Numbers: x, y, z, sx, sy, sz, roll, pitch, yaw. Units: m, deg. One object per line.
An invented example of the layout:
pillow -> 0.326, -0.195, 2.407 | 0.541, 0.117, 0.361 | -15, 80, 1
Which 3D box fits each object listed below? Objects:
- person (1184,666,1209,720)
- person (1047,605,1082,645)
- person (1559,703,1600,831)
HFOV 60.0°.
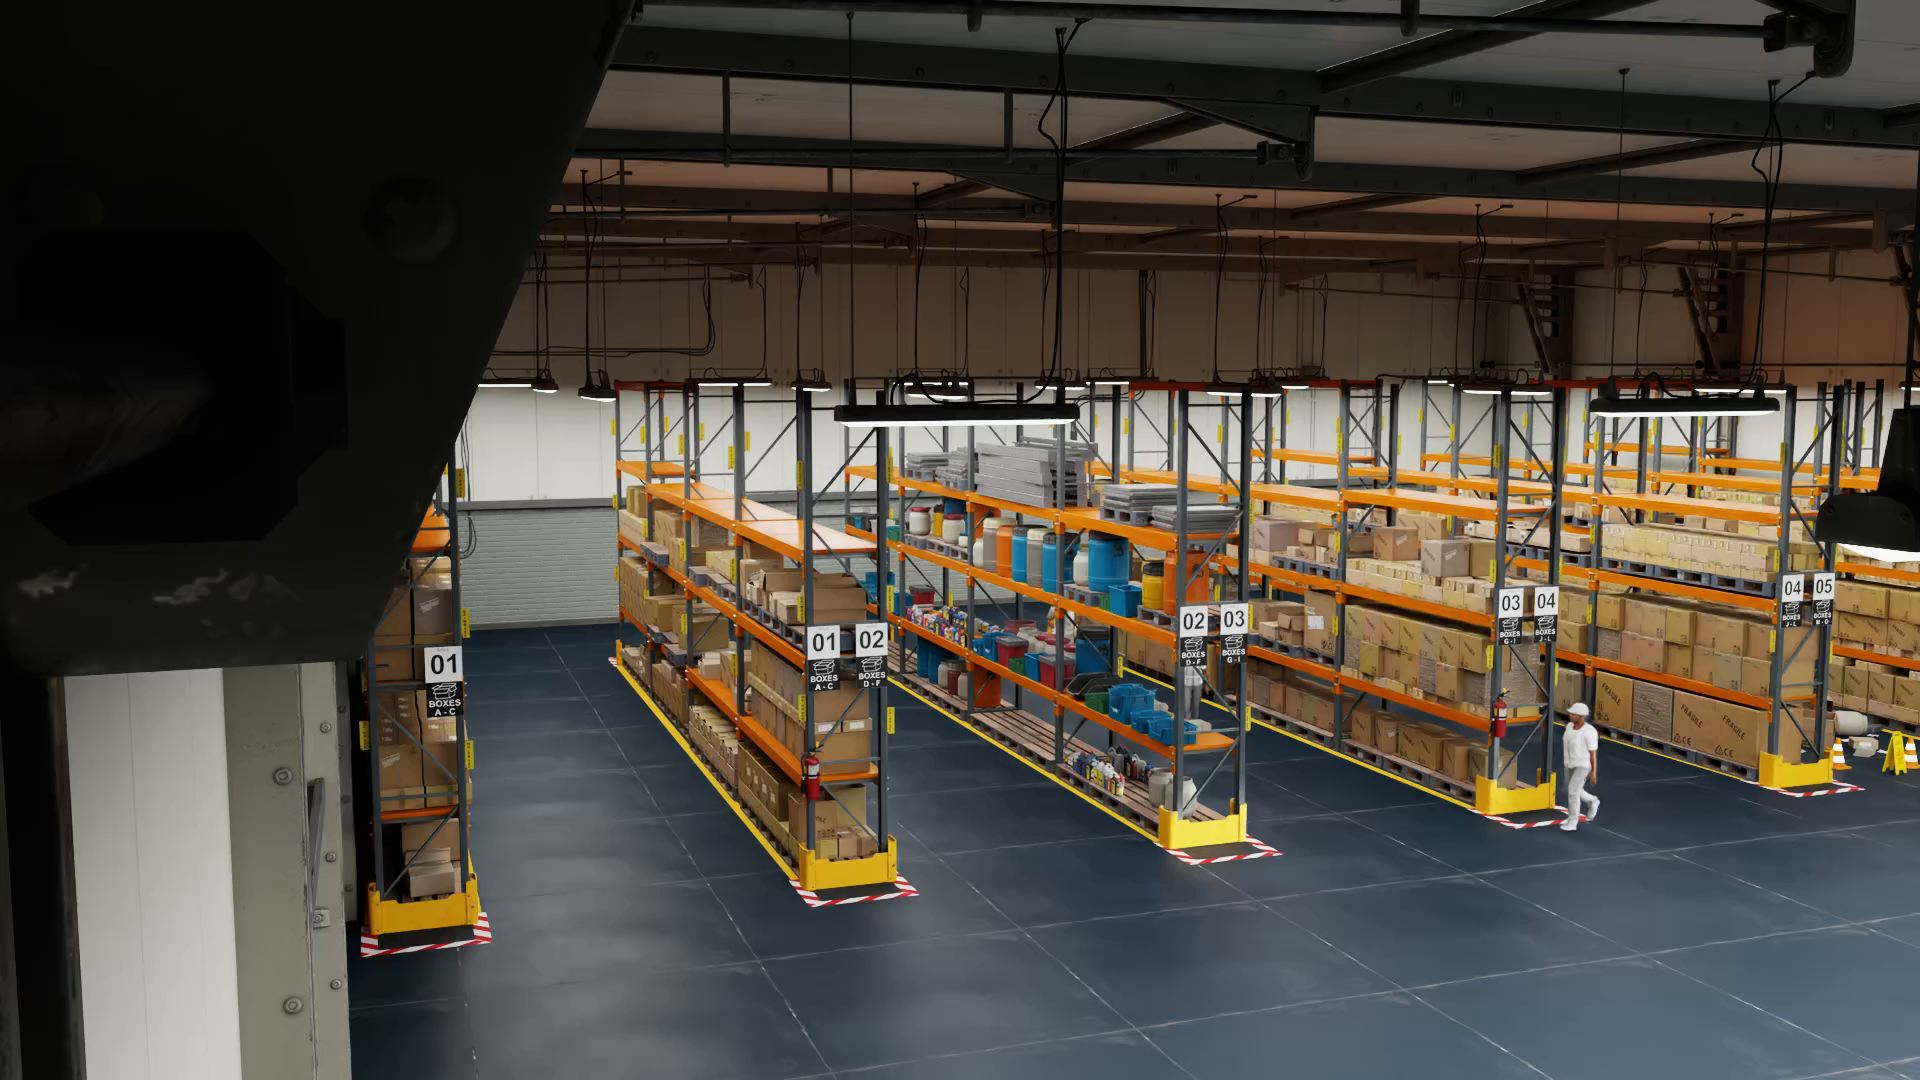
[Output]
person -> 3.977, 2.526, 28.365 | 0.502, 1.732, 0.521 | 0, 6, 1
person -> 2.075, 1.834, 33.126 | 0.728, 1.671, 0.622 | -1, 6, -12
person -> 8.491, 3.067, 22.684 | 0.874, 1.738, 0.603 | -3, 7, -27
